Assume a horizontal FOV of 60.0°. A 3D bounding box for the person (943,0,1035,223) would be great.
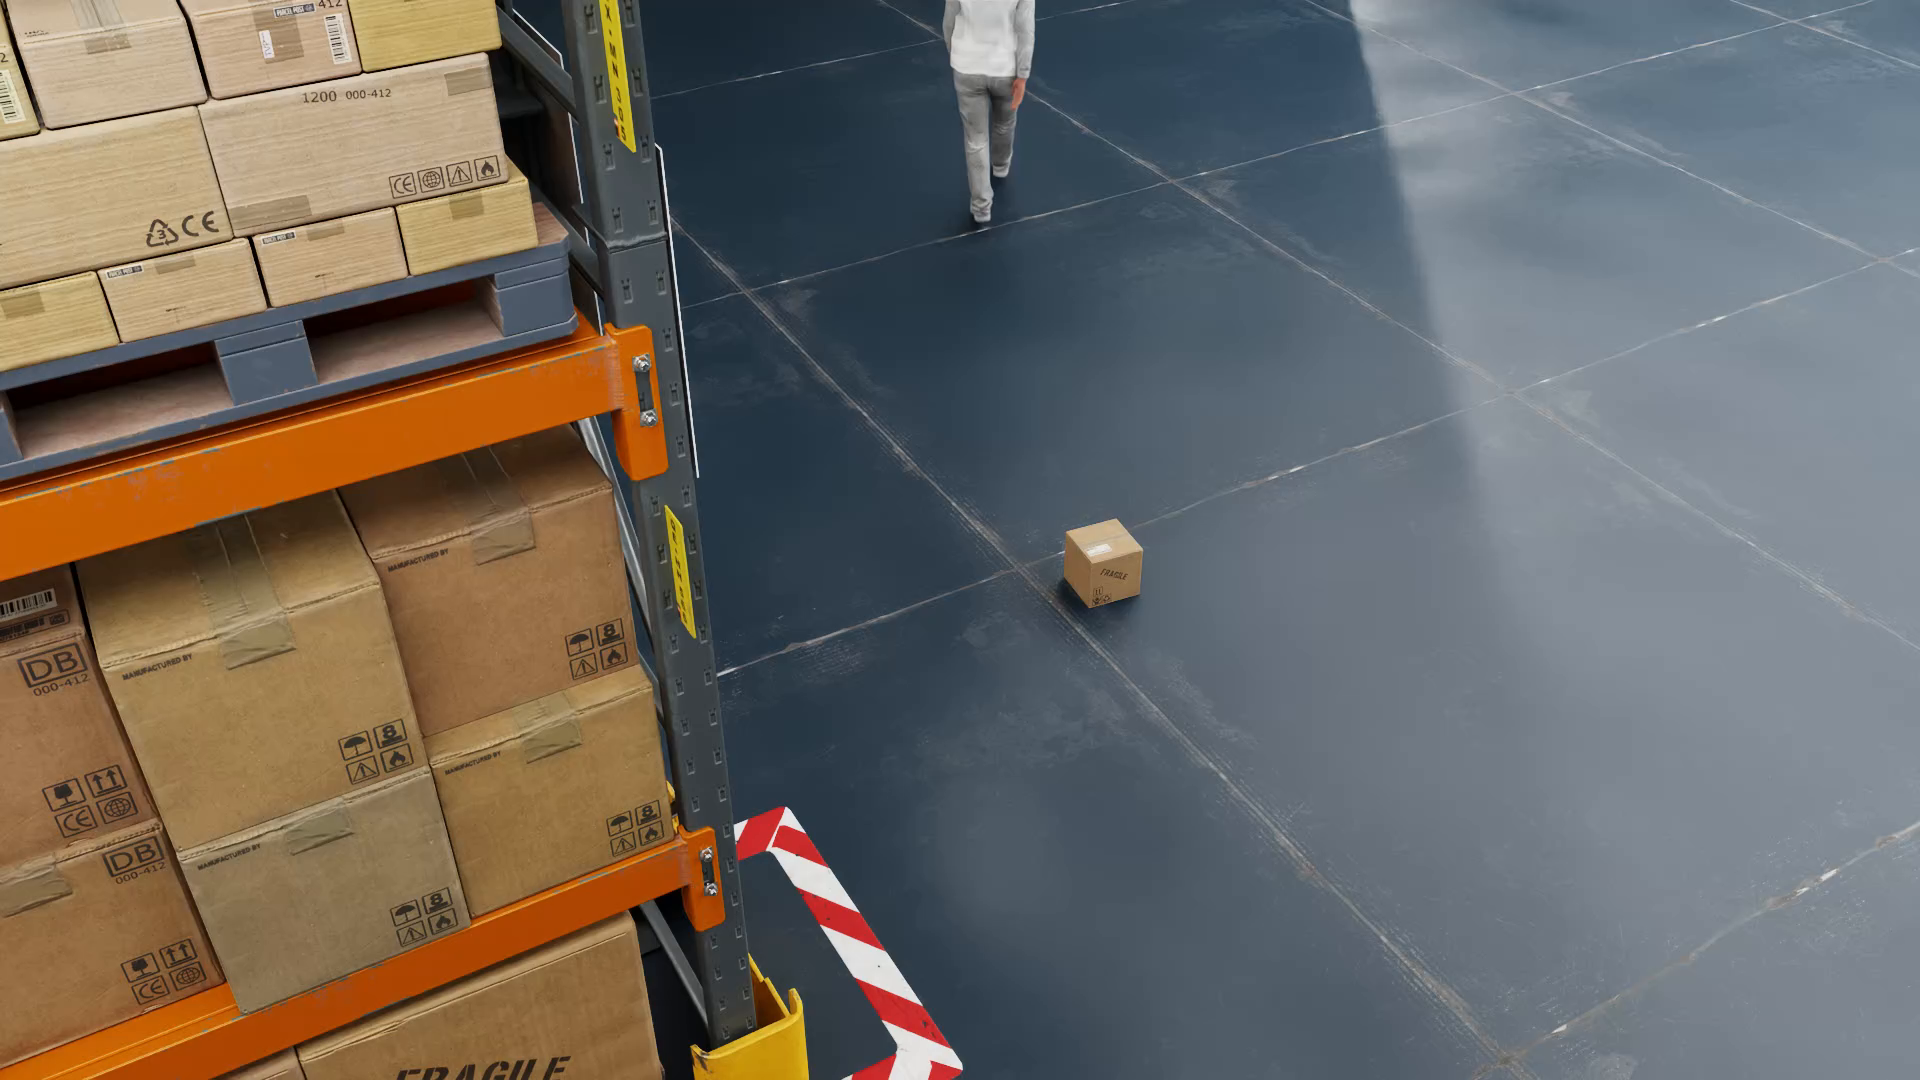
[{"bbox_3d":[0.163,-2.883,10.000,0.535,1.712,1.030,-1,37,-2],"label":"person"}]
